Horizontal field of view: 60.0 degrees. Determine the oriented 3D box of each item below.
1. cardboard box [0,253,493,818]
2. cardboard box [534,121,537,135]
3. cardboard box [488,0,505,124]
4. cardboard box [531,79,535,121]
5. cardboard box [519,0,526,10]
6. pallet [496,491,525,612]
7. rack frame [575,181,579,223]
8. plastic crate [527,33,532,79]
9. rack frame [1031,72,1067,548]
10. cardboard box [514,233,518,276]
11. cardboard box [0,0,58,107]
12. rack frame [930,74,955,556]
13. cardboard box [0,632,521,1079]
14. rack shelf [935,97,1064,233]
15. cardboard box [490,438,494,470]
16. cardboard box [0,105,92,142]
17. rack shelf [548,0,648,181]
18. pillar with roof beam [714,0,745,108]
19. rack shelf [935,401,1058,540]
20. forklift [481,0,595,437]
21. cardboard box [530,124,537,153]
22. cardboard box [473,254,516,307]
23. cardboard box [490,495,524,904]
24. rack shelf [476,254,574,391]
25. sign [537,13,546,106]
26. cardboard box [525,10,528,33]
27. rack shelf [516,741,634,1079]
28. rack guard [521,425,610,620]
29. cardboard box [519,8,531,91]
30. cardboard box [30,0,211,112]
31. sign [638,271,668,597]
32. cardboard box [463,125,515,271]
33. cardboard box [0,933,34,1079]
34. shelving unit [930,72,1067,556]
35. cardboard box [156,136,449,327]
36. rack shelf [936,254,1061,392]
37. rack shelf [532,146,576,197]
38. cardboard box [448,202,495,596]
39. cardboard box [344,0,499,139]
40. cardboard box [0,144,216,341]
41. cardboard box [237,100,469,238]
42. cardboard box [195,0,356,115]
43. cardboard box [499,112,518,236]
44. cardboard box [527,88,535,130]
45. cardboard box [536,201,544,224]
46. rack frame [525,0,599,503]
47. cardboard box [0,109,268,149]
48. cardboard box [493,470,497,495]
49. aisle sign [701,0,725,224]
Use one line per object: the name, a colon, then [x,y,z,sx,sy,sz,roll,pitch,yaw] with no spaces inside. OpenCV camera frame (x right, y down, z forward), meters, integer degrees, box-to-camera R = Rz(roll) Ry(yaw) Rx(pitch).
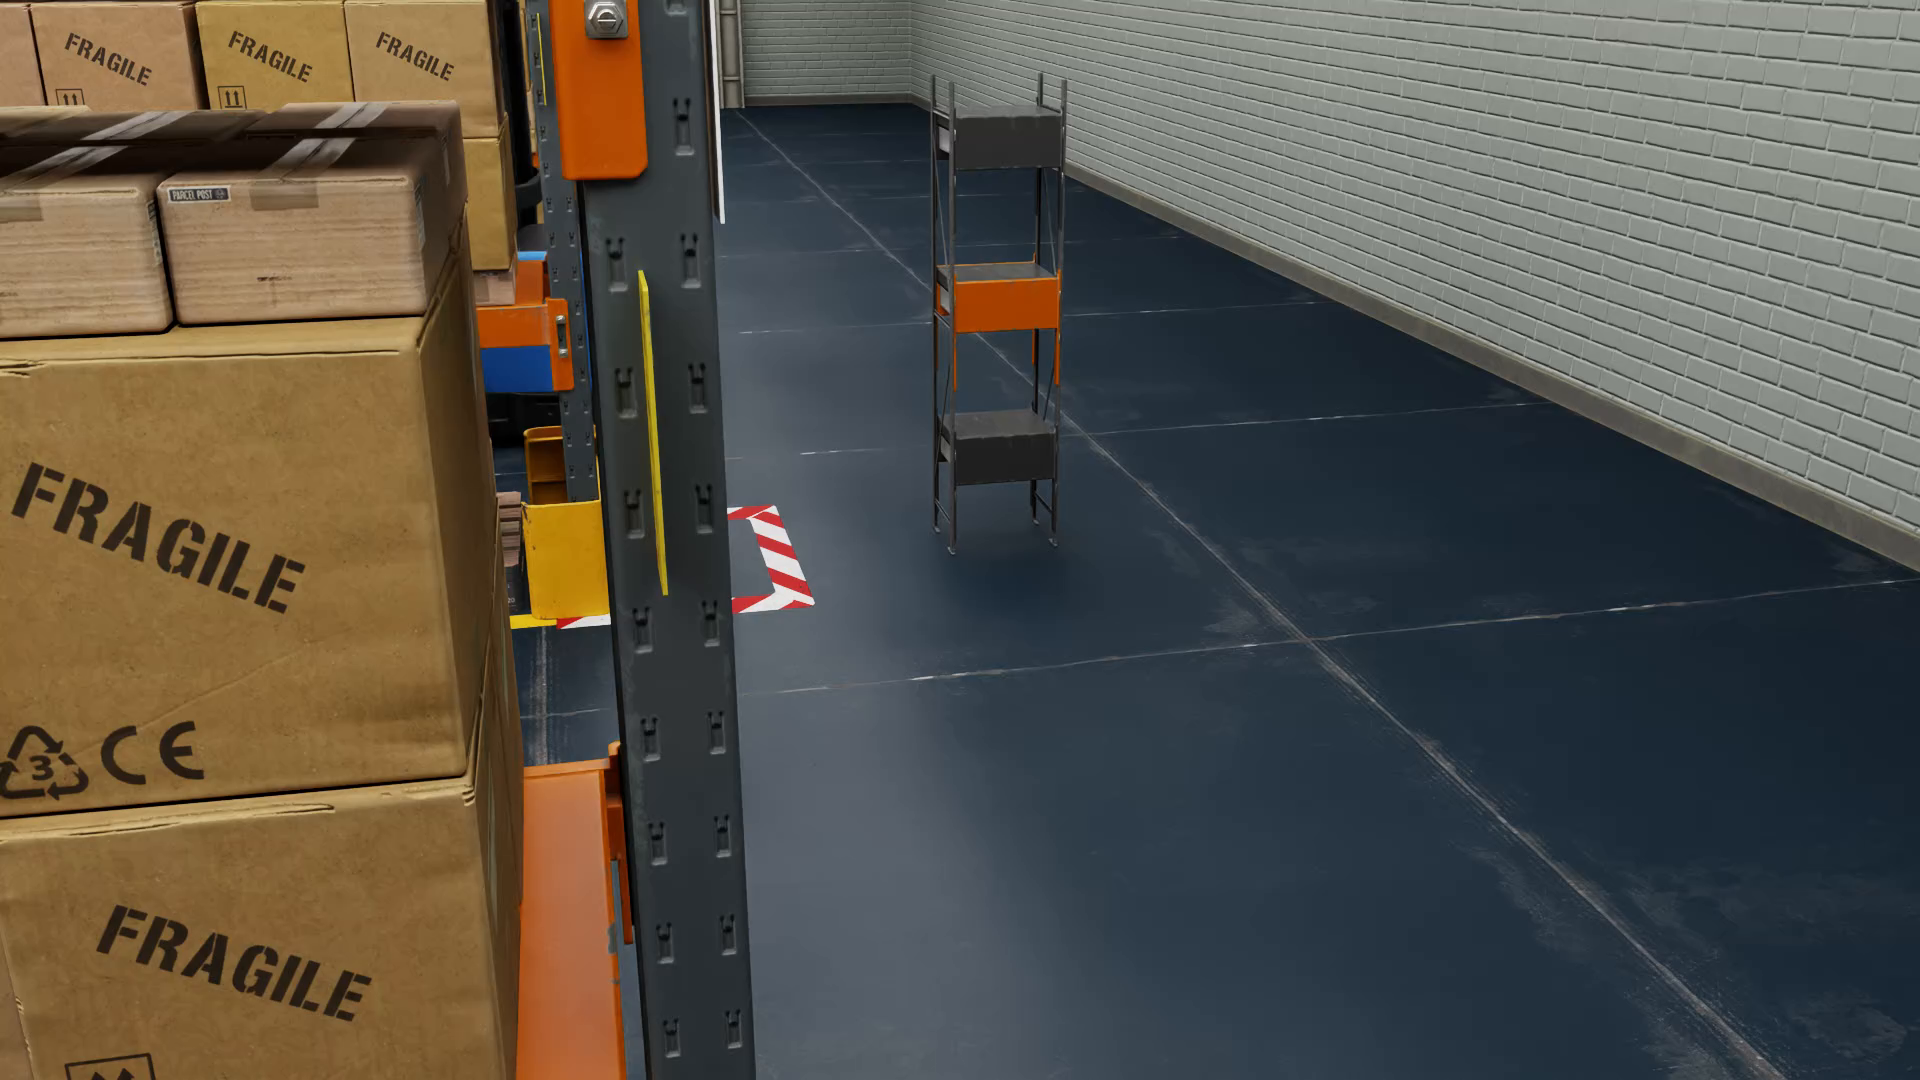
cardboard box: [-0.844,-0.036,1.953,0.500,0.500,0.500,-4,20,-11]
cardboard box: [-3.132,-2.919,11.787,0.250,0.149,0.380,-4,21,-12]
cardboard box: [-2.165,-1.996,6.870,0.500,0.500,0.500,-5,21,-13]
cardboard box: [-3.239,-3.076,11.637,0.500,0.250,0.500,-5,21,-14]
cardboard box: [-5.356,-6.660,20.036,0.500,0.500,0.500,-5,21,-13]
pallet: [-2.540,0.082,7.285,1.213,0.211,1.003,-5,21,-12]
rack frame: [-2.710,-2.954,11.519,0.127,3.000,1.000,-5,21,-12]
plastic crate: [-4.133,-4.568,15.786,0.499,0.435,0.616,-5,21,-12]
rack frame: [0.399,-1.018,7.542,0.015,2.100,0.400,-5,21,-12]
cardboard box: [-2.058,-1.252,7.238,0.250,0.149,0.380,-5,21,-13]
cardboard box: [-3.566,-1.696,6.051,0.500,0.500,0.500,-5,21,-14]
rack frame: [-0.076,-0.980,7.436,0.015,2.100,0.400,-5,21,-12]
cardboard box: [-0.838,0.443,2.100,0.500,0.500,0.500,-5,21,-12]
rack shelf: [0.161,-1.644,7.253,0.480,0.518,0.431,-5,21,-12]
cardboard box: [-2.236,-0.329,7.453,0.250,0.149,0.380,-4,20,-10]
cardboard box: [-1.357,-0.496,2.266,0.250,0.149,0.380,-4,20,-11]
rack shelf: [-2.376,-0.550,1.639,4.000,0.370,1.077,-5,21,-12]
pillar with roof beam: [-2.711,-9.808,21.506,0.400,9.000,9.100,-5,21,-12]
rack shelf: [0.161,-0.329,7.735,0.480,0.518,0.431,-5,21,-12]
forklift: [-3.152,-2.059,9.174,3.031,2.935,1.130,-1,20,-3]
cardboard box: [-2.981,-2.698,11.184,0.250,0.149,0.380,-4,21,-11]
cardboard box: [-1.919,-1.048,6.679,0.250,0.149,0.380,-5,21,-12]
cardboard box: [-0.963,0.258,2.605,0.500,0.500,0.500,-5,21,-13]
rack shelf: [-3.614,-0.790,6.657,4.000,0.370,1.077,-5,21,-12]
sign: [-1.559,-1.791,6.200,0.005,0.325,0.100,-5,21,-12]
cardboard box: [-5.359,-6.191,20.209,0.500,0.500,0.500,-4,20,-11]
rack shelf: [-2.376,0.859,2.155,4.000,0.370,1.077,-5,21,-12]
rack guard: [-1.741,-0.106,7.378,0.348,0.500,1.175,-5,21,-12]
cardboard box: [-3.124,-3.249,11.019,0.500,0.500,0.500,-4,21,-12]
cardboard box: [-3.052,-1.739,6.168,0.500,0.500,0.500,-4,20,-10]
sign: [-0.318,-0.109,1.725,0.005,0.325,0.100,-5,21,-12]
cardboard box: [-2.045,-1.351,6.564,0.500,0.500,0.500,-4,21,-11]
cardboard box: [-1.330,0.477,2.006,0.500,0.500,0.500,-5,21,-14]
shelving unit: [0.161,-0.999,7.489,0.503,2.100,0.431,-5,21,-12]
cardboard box: [-0.733,-0.363,1.902,0.250,0.149,0.380,-4,21,-12]
rack shelf: [0.161,-0.986,7.494,0.480,0.518,0.431,-5,21,-12]
rack shelf: [-4.657,-2.458,11.211,4.000,0.370,1.077,-5,21,-12]
cardboard box: [-0.962,-0.211,2.431,0.500,0.500,0.500,-5,21,-14]
cardboard box: [-2.055,-1.823,6.398,0.500,0.500,0.500,-5,21,-14]
cardboard box: [-0.975,-0.335,1.825,0.250,0.149,0.380,-4,21,-11]
cardboard box: [-0.839,-0.523,2.339,0.250,0.149,0.380,-4,21,-11]
cardboard box: [-2.548,-1.783,6.289,0.500,0.500,0.500,-5,21,-14]
cardboard box: [-2.168,-1.530,7.052,0.500,0.500,0.500,-4,20,-10]
cardboard box: [-3.121,-2.897,11.147,0.500,0.250,0.500,-5,21,-13]
cardboard box: [-3.315,-2.077,11.601,0.875,0.875,0.875,-5,21,-12]
rack frame: [-1.667,-1.286,6.965,0.127,3.000,1.000,-5,21,-12]
cardboard box: [-1.078,-0.478,2.217,0.250,0.149,0.380,-4,21,-11]
cardboard box: [-2.251,-0.210,7.562,0.250,0.149,0.380,-4,21,-11]
aisle sign: [-0.288,-0.760,1.749,0.004,0.787,0.394,-5,21,-12]
